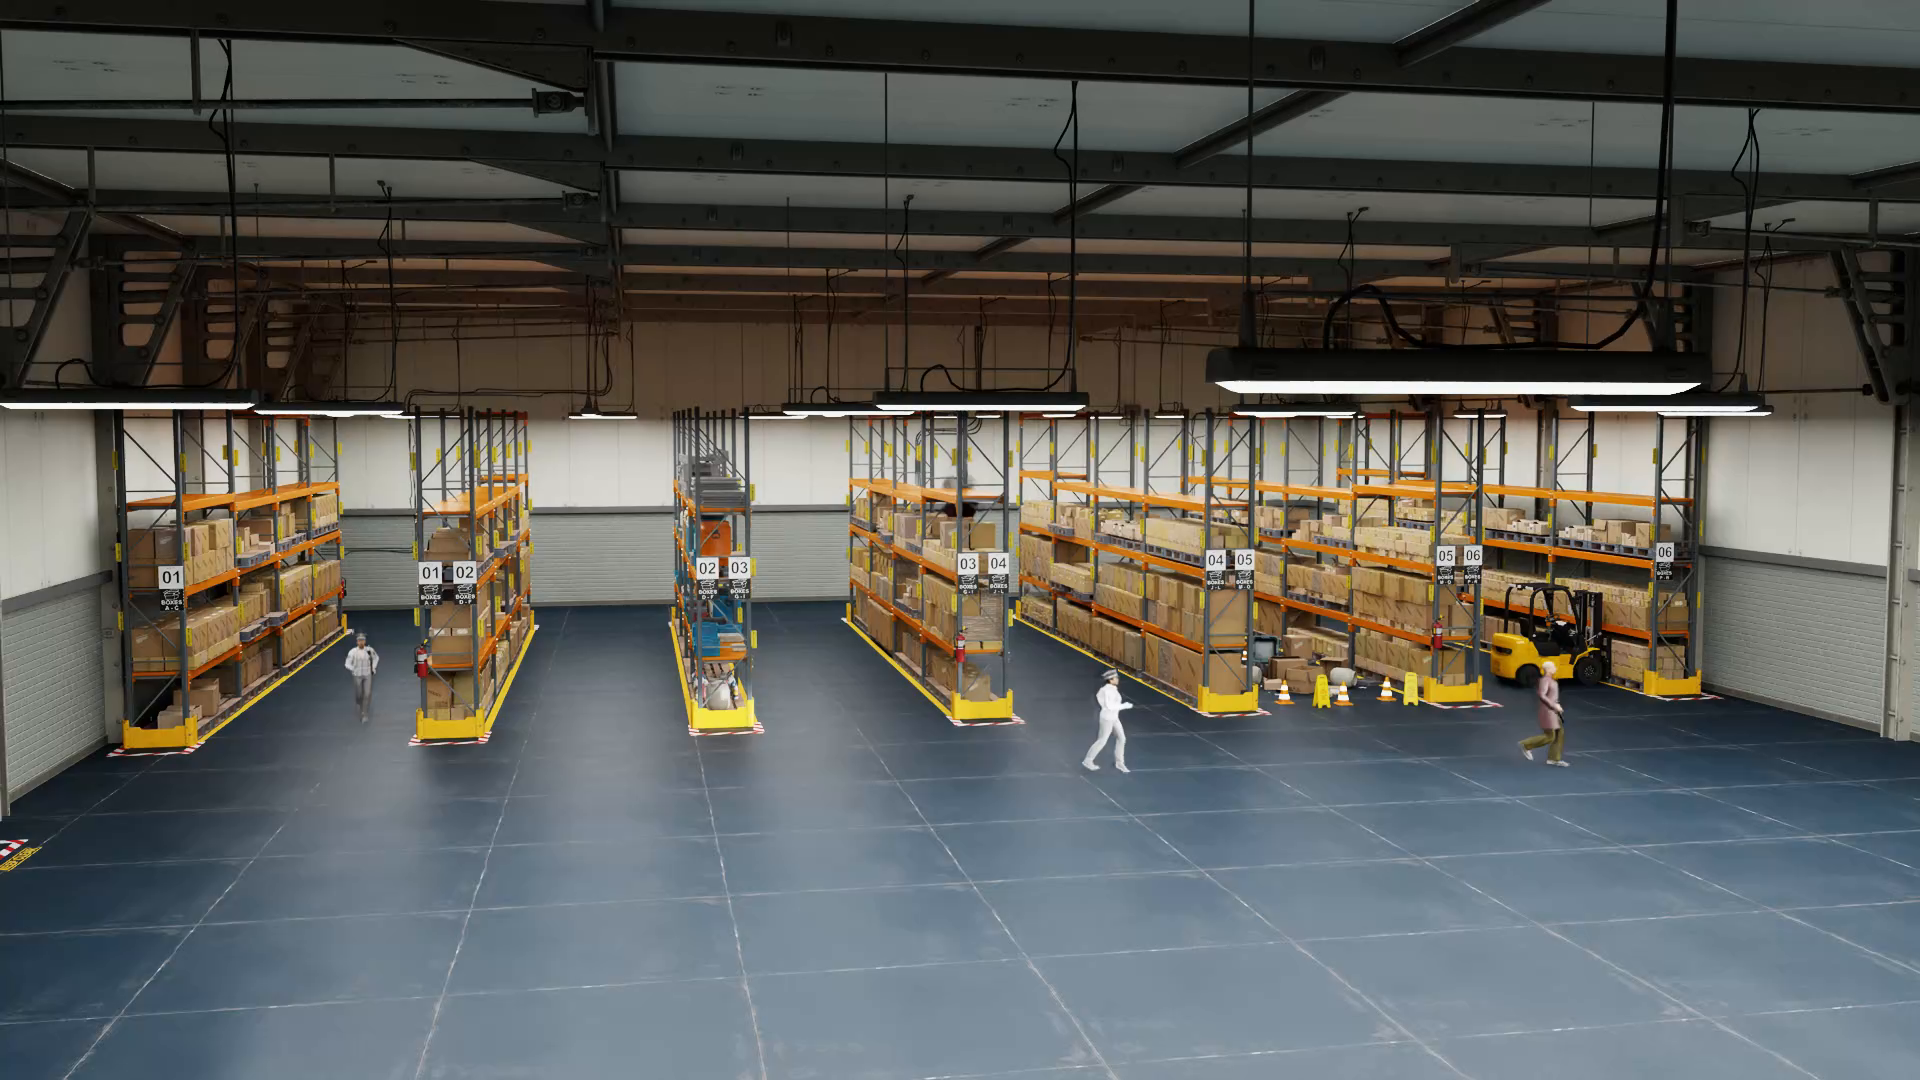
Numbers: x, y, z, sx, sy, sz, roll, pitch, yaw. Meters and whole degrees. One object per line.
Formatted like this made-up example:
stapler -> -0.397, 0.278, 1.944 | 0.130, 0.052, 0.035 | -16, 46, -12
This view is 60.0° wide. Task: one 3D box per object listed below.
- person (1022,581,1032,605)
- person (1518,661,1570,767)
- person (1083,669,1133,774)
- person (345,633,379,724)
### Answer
person -> 2.003, 1.367, 50.035 | 0.532, 1.581, 0.635 | 2, 4, 22
person -> 9.745, 2.886, 27.698 | 0.833, 1.760, 0.718 | 2, 5, 27
person -> 2.413, 2.958, 27.053 | 0.816, 1.731, 0.557 | 1, 4, 16
person -> -11.458, 2.620, 31.900 | 0.617, 1.700, 0.882 | -2, 4, -22
